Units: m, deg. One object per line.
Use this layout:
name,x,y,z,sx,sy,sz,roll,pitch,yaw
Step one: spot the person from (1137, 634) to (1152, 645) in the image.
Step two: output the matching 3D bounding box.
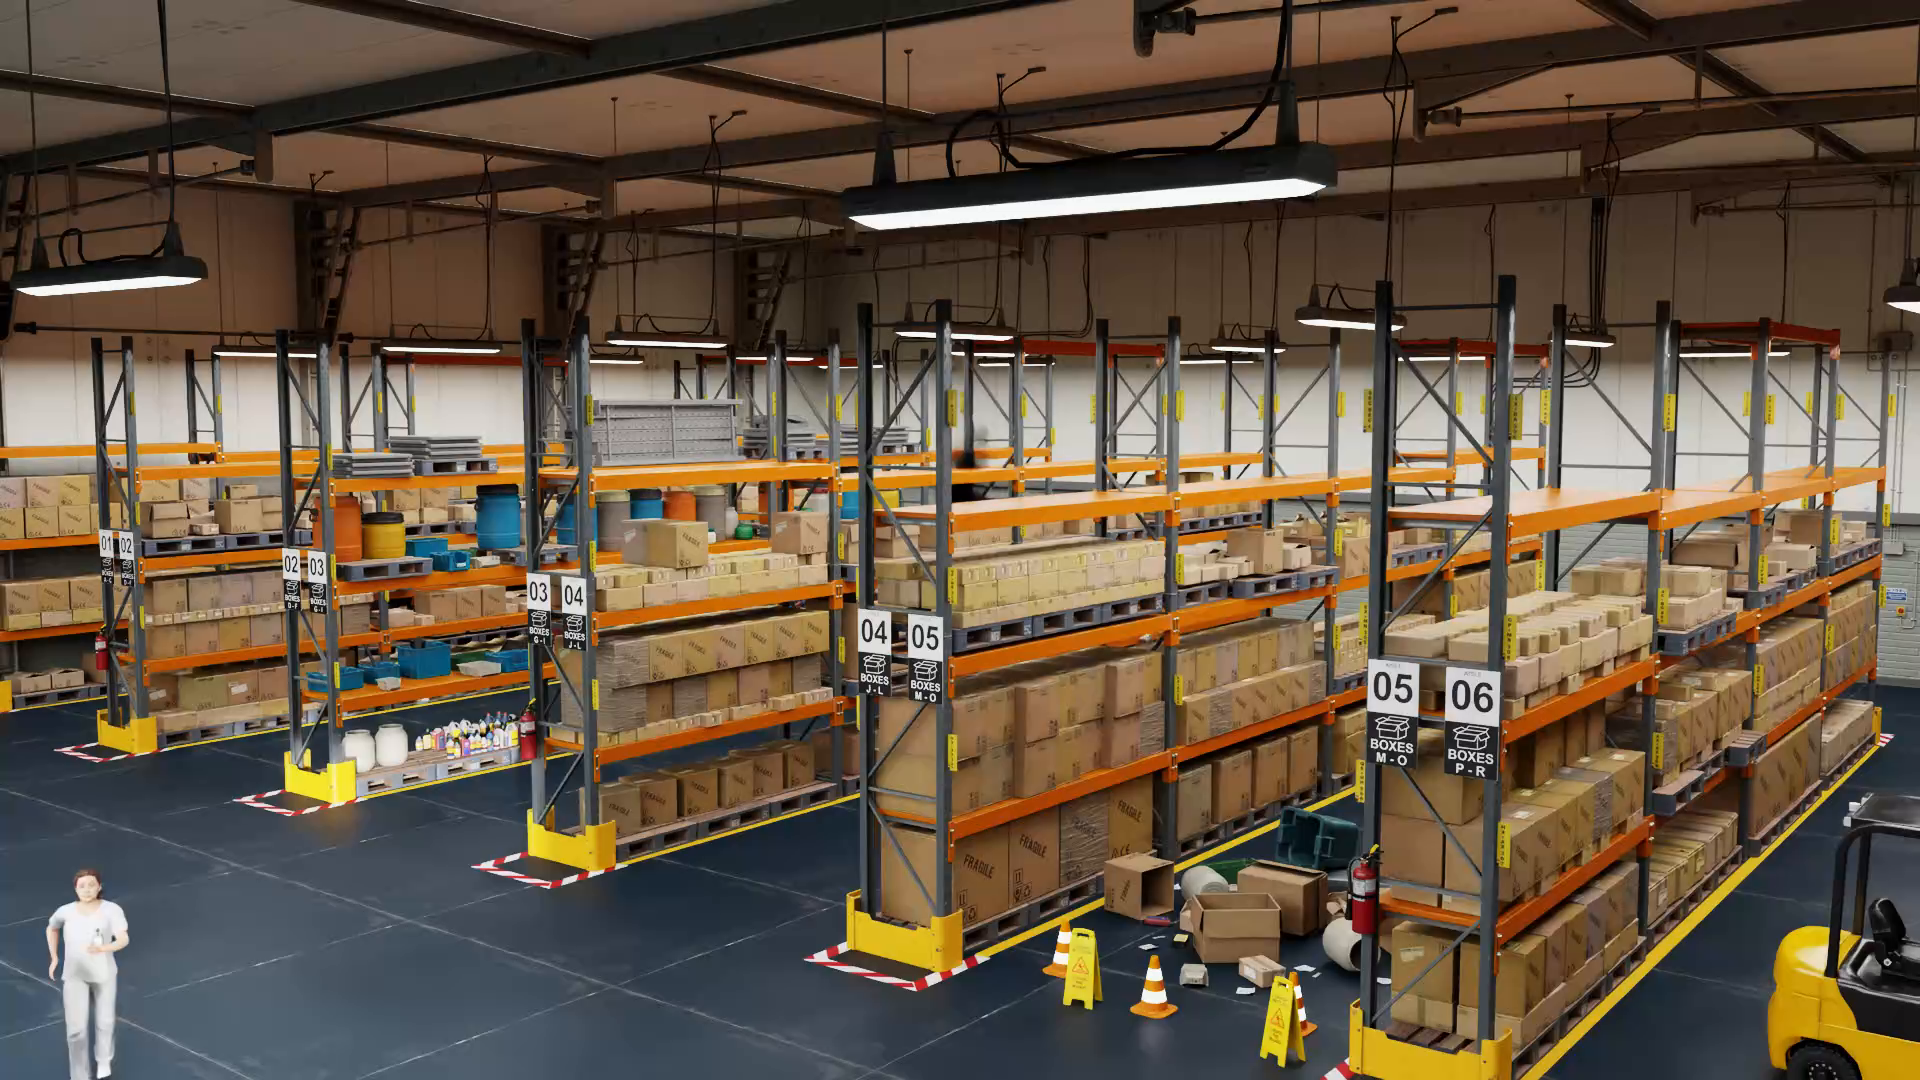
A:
person,2.490,2.129,22.480,0.586,1.766,0.650,3,6,30

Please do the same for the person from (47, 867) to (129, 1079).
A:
person,-6.417,3.262,12.264,0.538,1.725,0.770,-3,6,-27

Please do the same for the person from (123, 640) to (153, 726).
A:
person,-12.805,2.067,26.049,0.663,1.717,0.816,3,6,32
